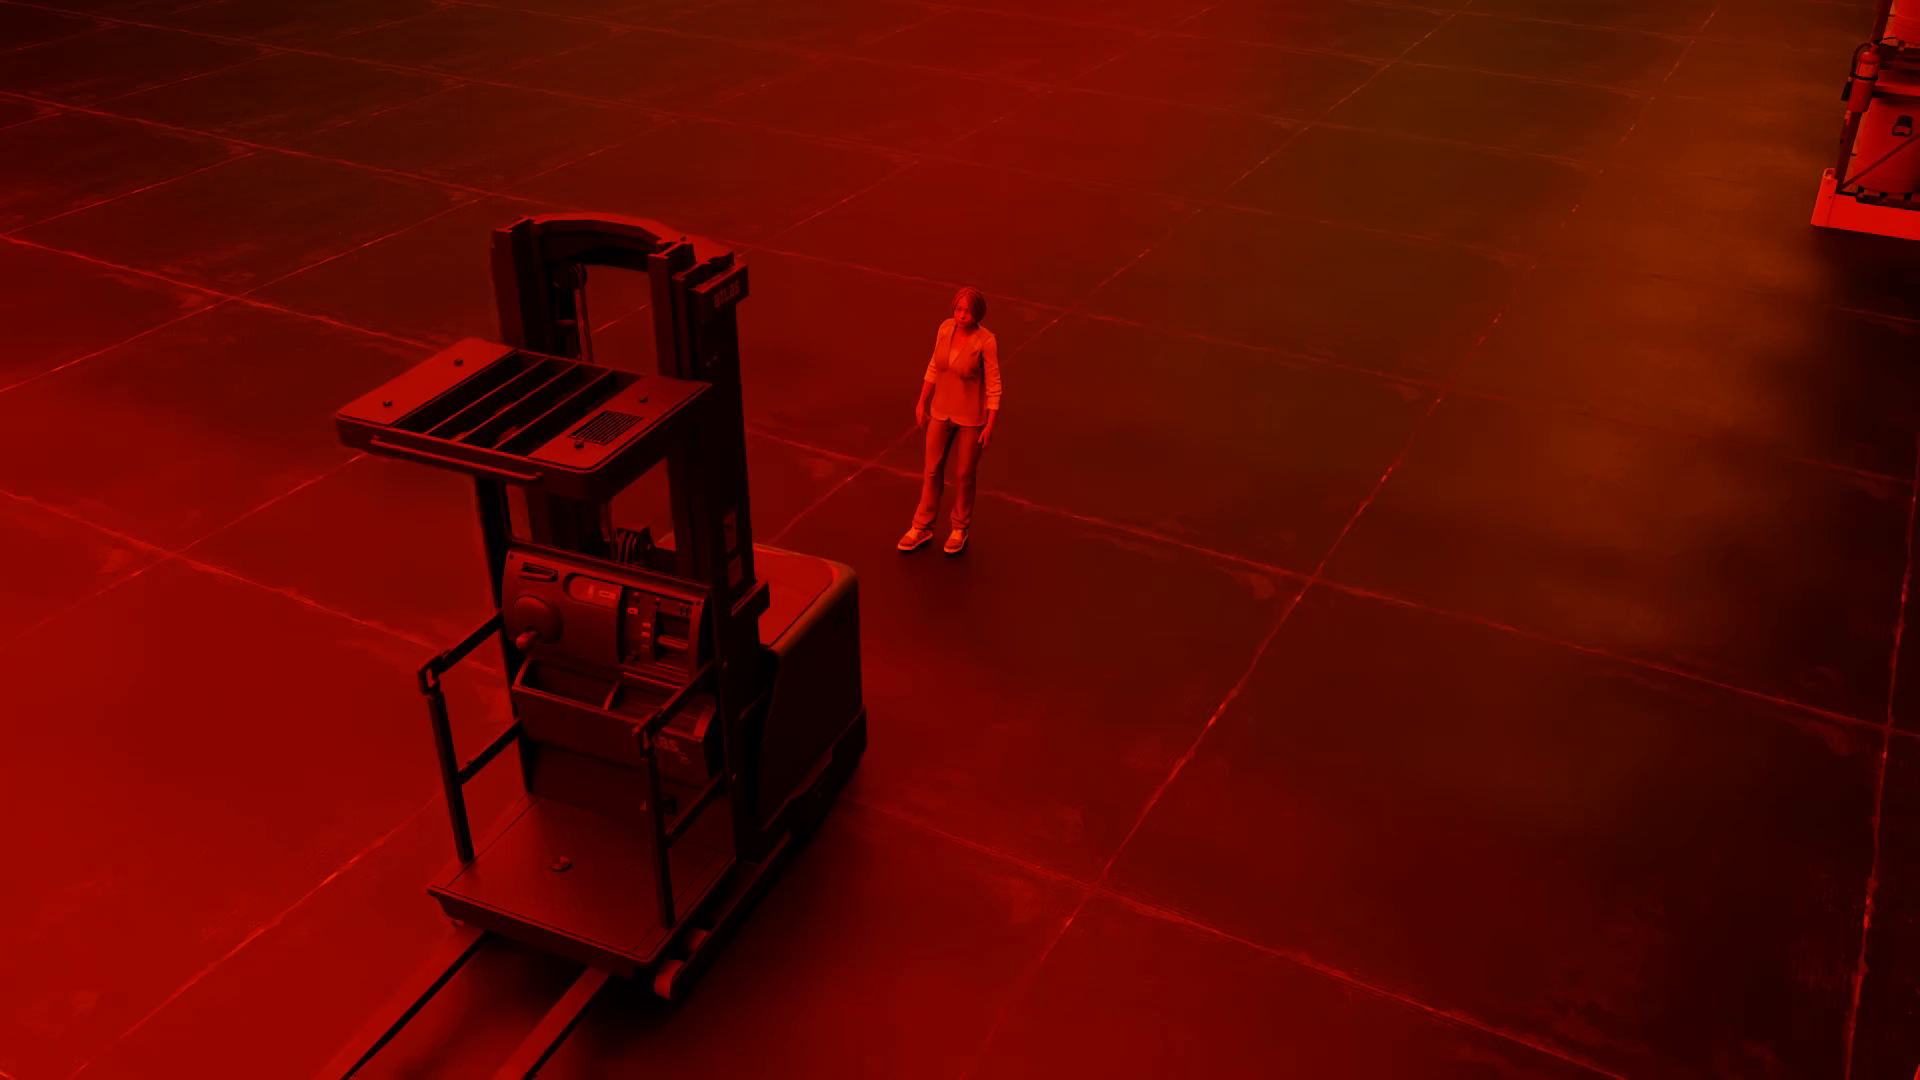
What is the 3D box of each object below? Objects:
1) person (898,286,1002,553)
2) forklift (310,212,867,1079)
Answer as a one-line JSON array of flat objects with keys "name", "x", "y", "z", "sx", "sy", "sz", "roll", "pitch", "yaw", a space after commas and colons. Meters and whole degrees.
[{"name": "person", "x": -0.048, "y": -0.669, "z": 9.550, "sx": 0.520, "sy": 1.597, "sz": 0.475, "roll": 15, "pitch": 33, "yaw": 25}, {"name": "forklift", "x": -1.510, "y": 0.355, "z": 6.455, "sx": 1.130, "sy": 2.935, "sz": 3.031, "roll": 12, "pitch": 32, "yaw": 20}]
